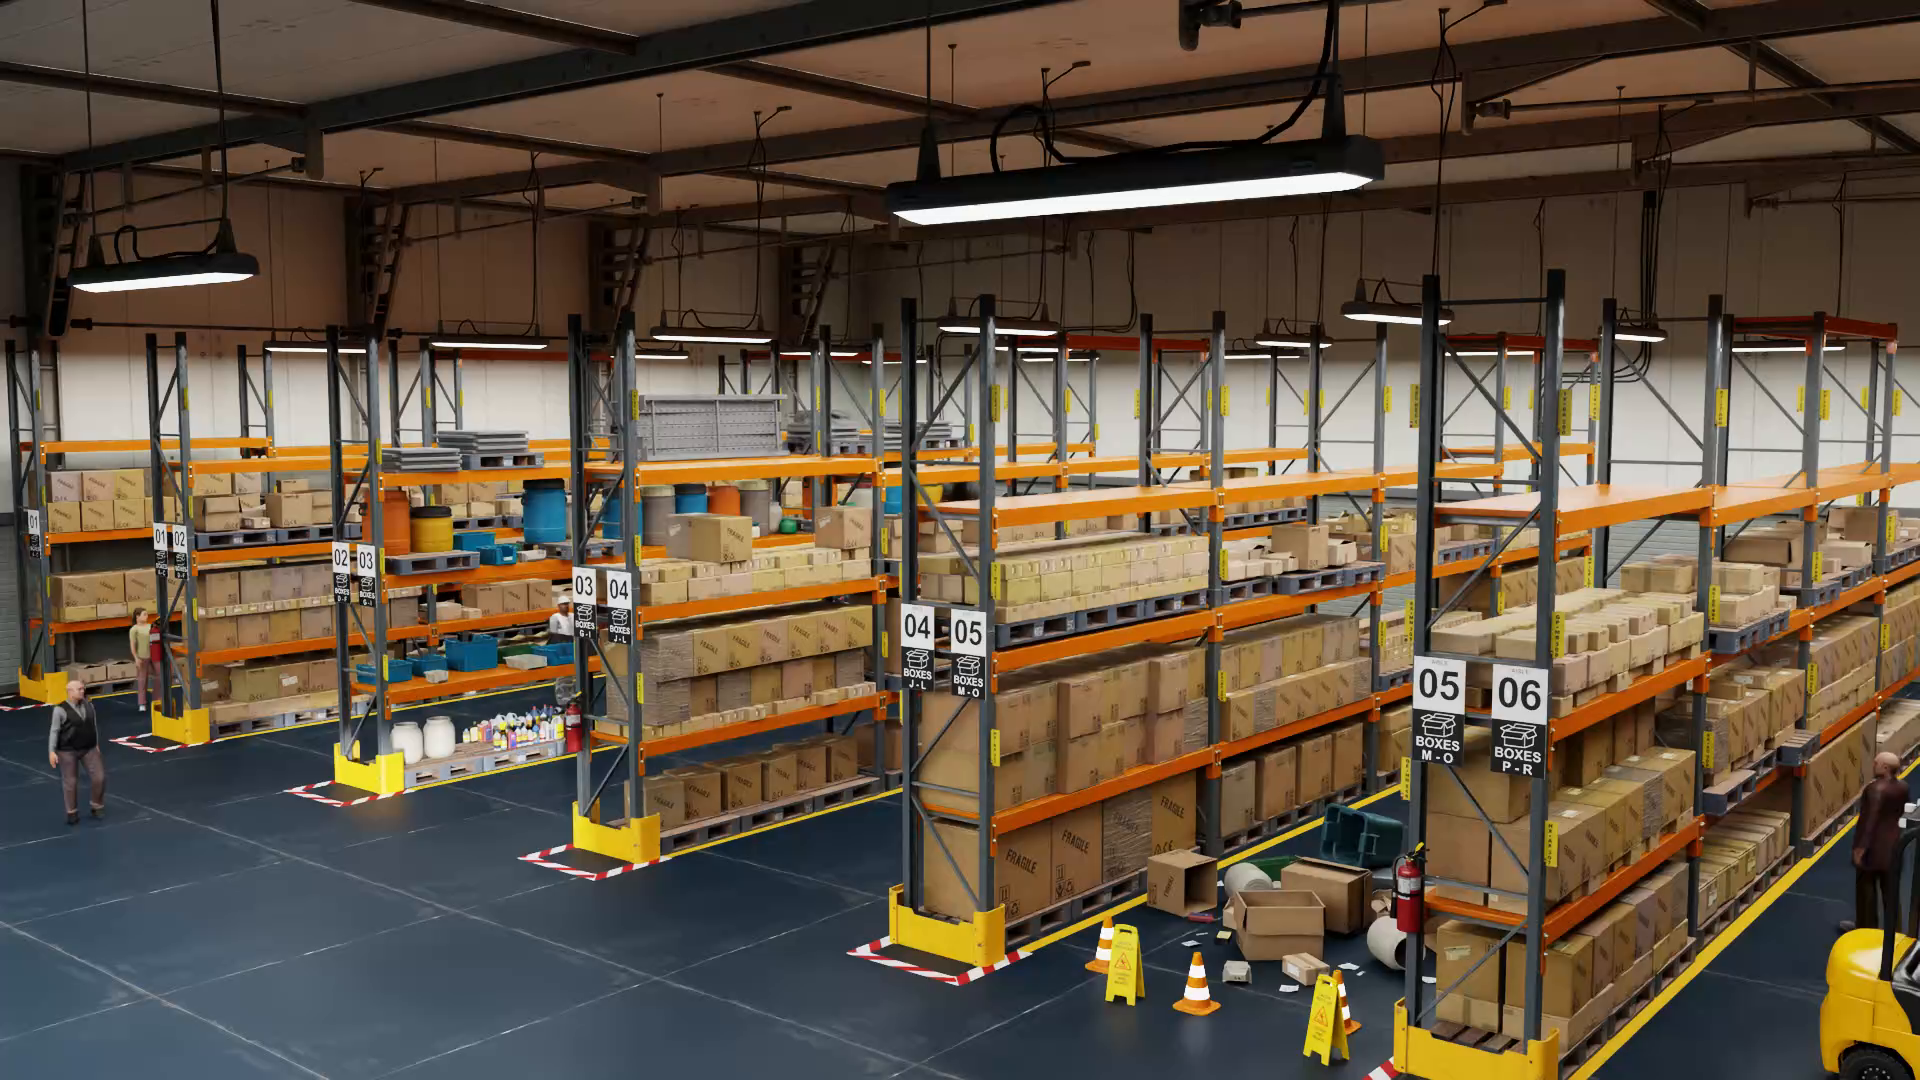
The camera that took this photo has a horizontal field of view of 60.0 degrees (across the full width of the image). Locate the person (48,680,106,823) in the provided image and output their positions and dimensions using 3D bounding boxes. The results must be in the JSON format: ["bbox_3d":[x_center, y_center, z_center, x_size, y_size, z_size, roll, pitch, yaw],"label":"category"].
[{"bbox_3d":[-10.602,2.537,19.900,0.404,1.735,0.629,4,6,38],"label":"person"}]

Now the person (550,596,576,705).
[{"bbox_3d":[-6.495,1.807,27.447,0.434,1.785,0.571,2,5,18],"label":"person"}]

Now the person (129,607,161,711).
[{"bbox_3d":[-13.128,1.922,26.852,0.524,1.681,0.487,-5,7,-41],"label":"person"}]

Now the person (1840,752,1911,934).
[{"bbox_3d":[8.684,2.875,15.676,0.602,1.779,0.528,0,5,-4],"label":"person"}]
